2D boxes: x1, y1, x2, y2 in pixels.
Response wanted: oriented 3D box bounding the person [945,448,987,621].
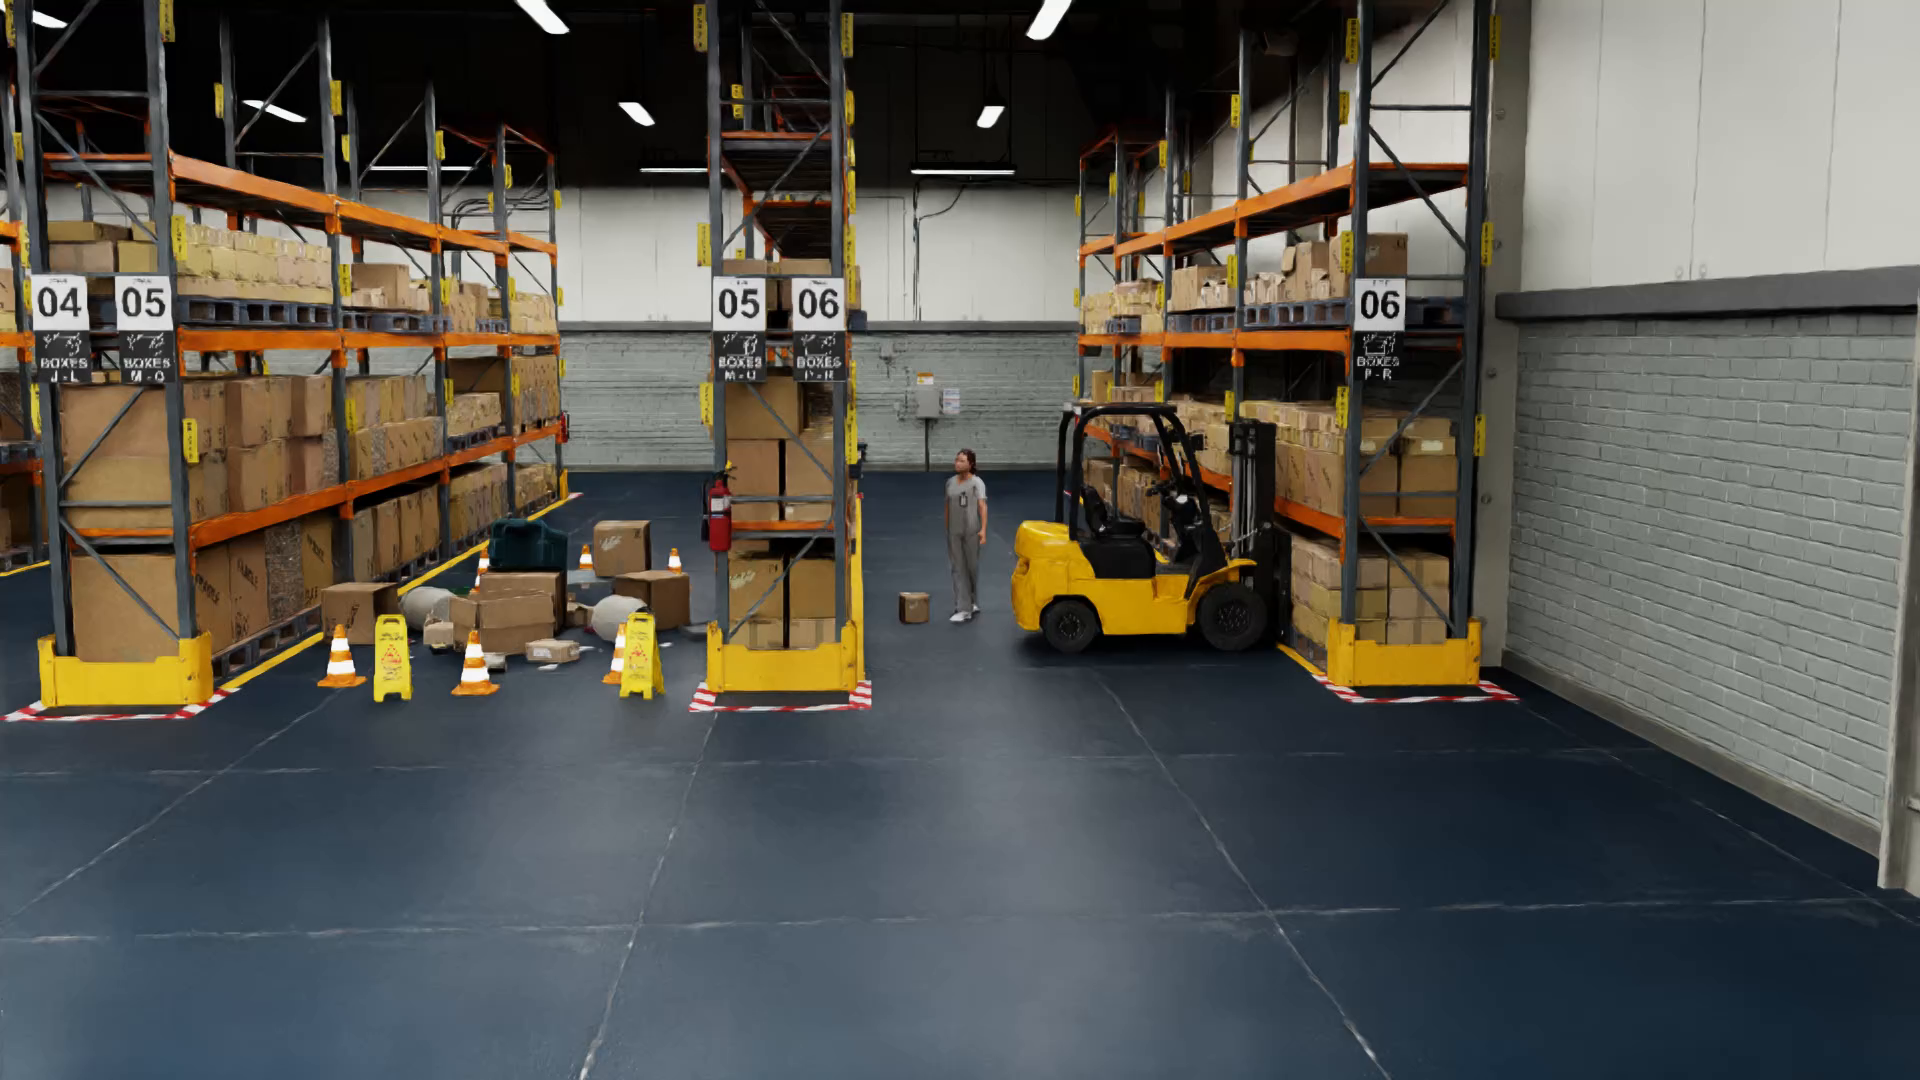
[{"bbox_3d":[0.064,-0.065,16.263,0.525,1.668,0.629,3,7,22],"label":"person"}]
